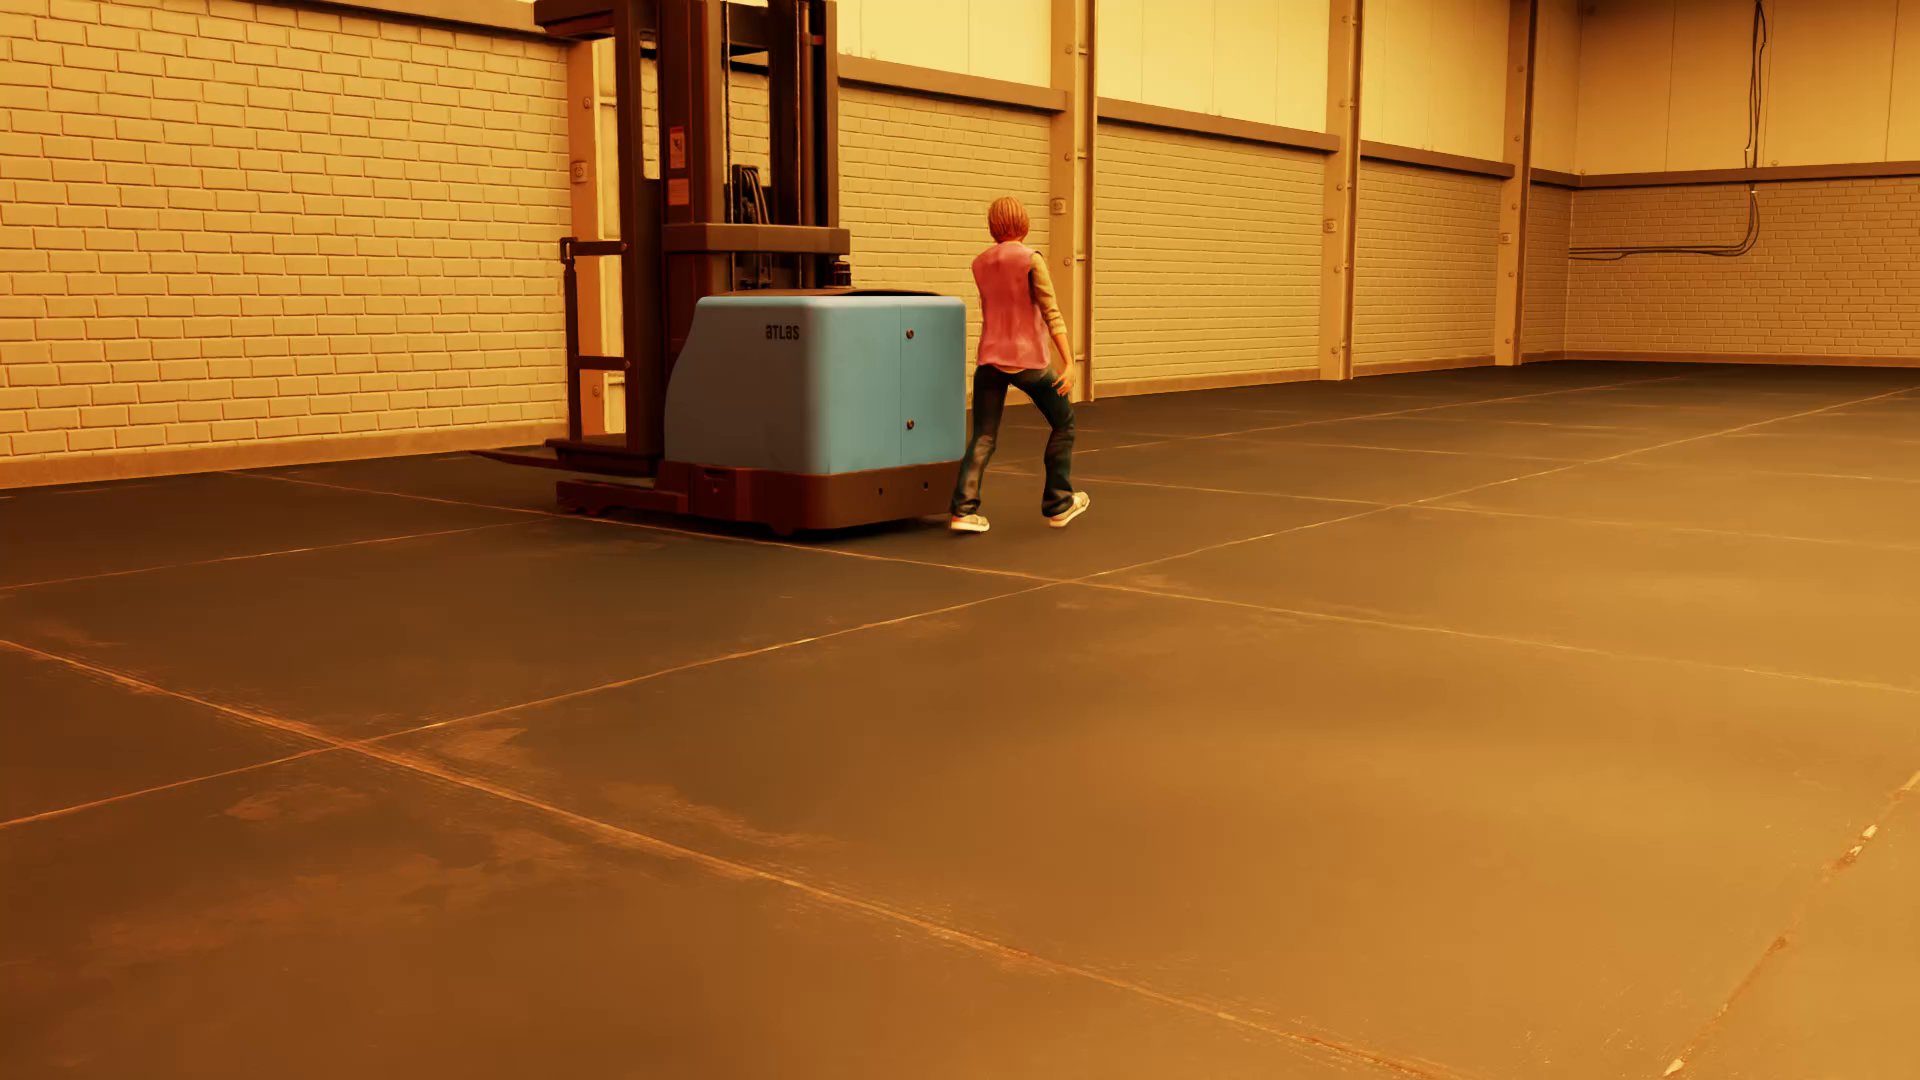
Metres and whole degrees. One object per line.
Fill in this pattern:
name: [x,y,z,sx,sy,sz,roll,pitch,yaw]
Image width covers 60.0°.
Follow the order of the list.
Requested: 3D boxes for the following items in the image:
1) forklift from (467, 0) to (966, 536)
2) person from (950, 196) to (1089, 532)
forklift: [-1.394,-1.619,8.344,3.031,2.935,1.130,7,11,41]
person: [0.316,-0.801,7.634,0.540,1.526,0.797,5,9,28]
